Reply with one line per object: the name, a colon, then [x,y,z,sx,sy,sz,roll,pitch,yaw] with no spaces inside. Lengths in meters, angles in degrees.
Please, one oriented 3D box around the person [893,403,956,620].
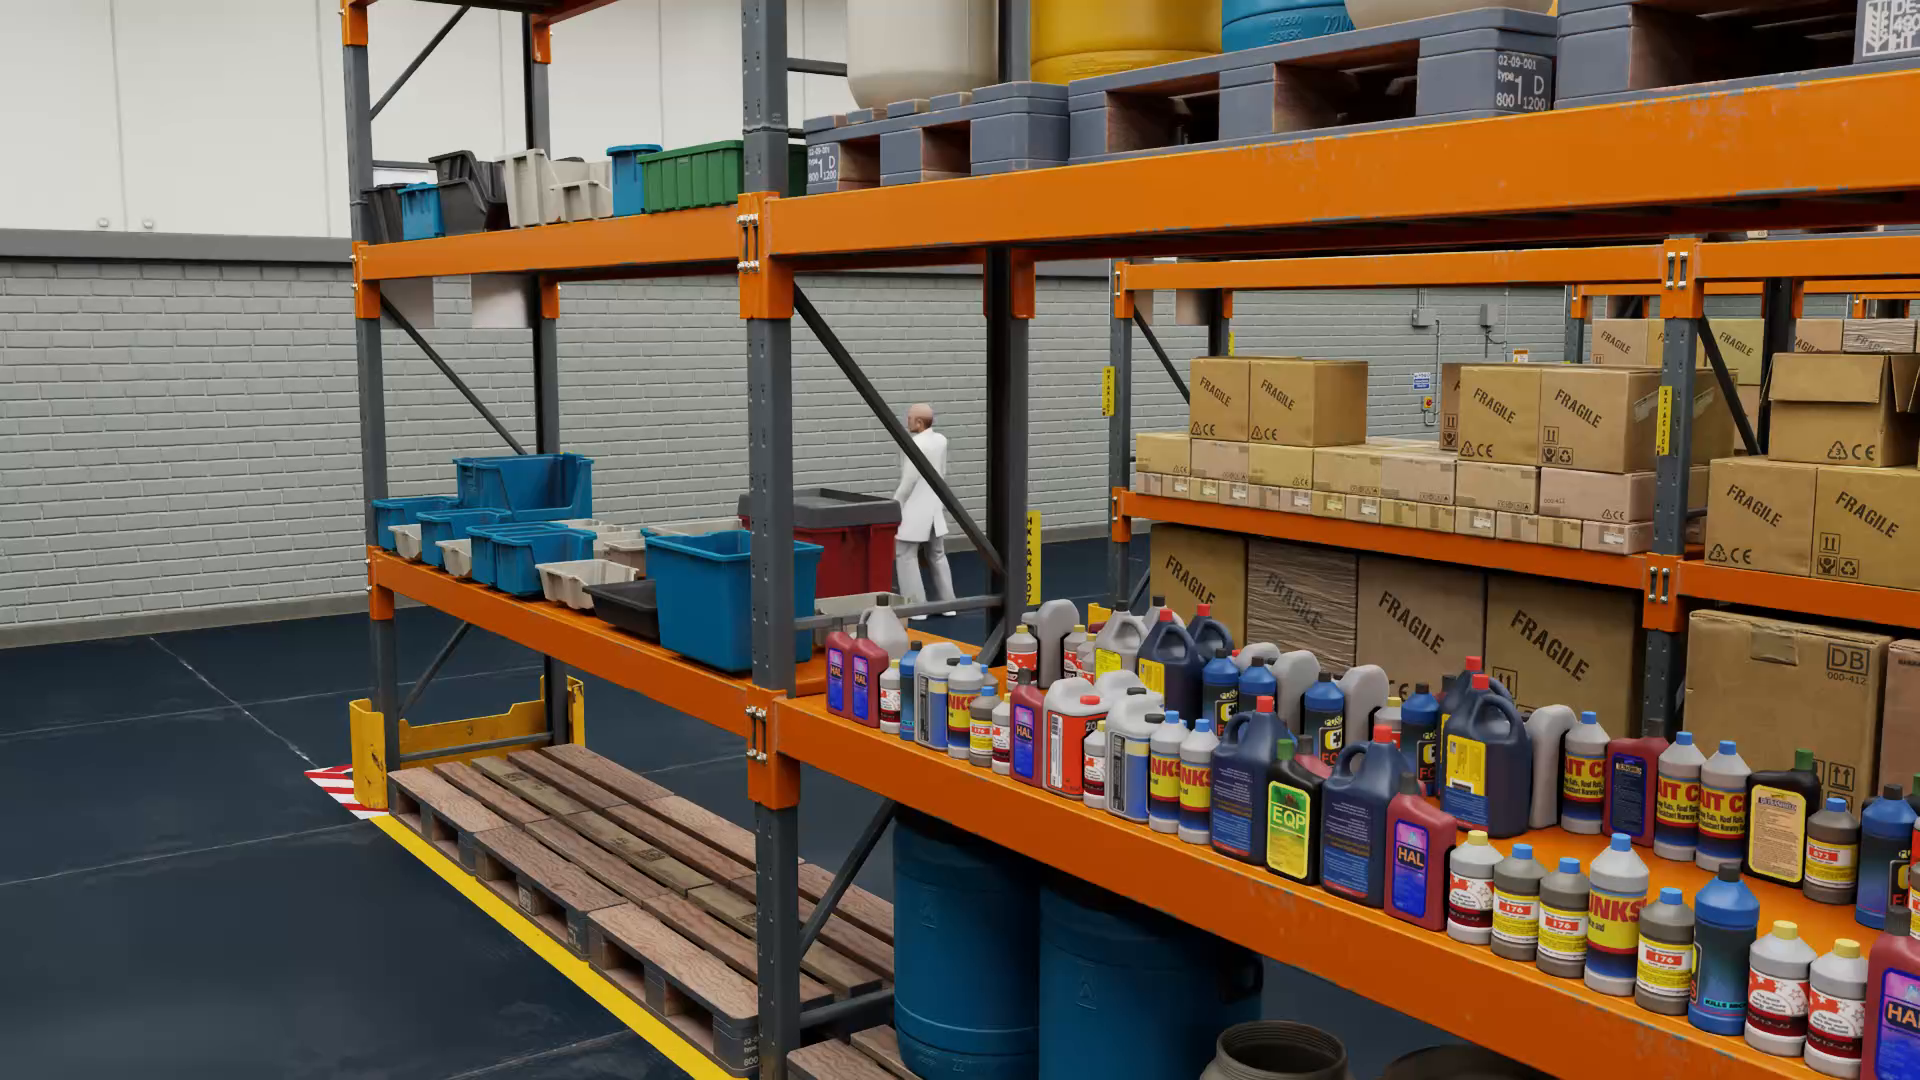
person: [-0.319,-0.182,13.637,0.522,1.664,0.659,4,9,28]
